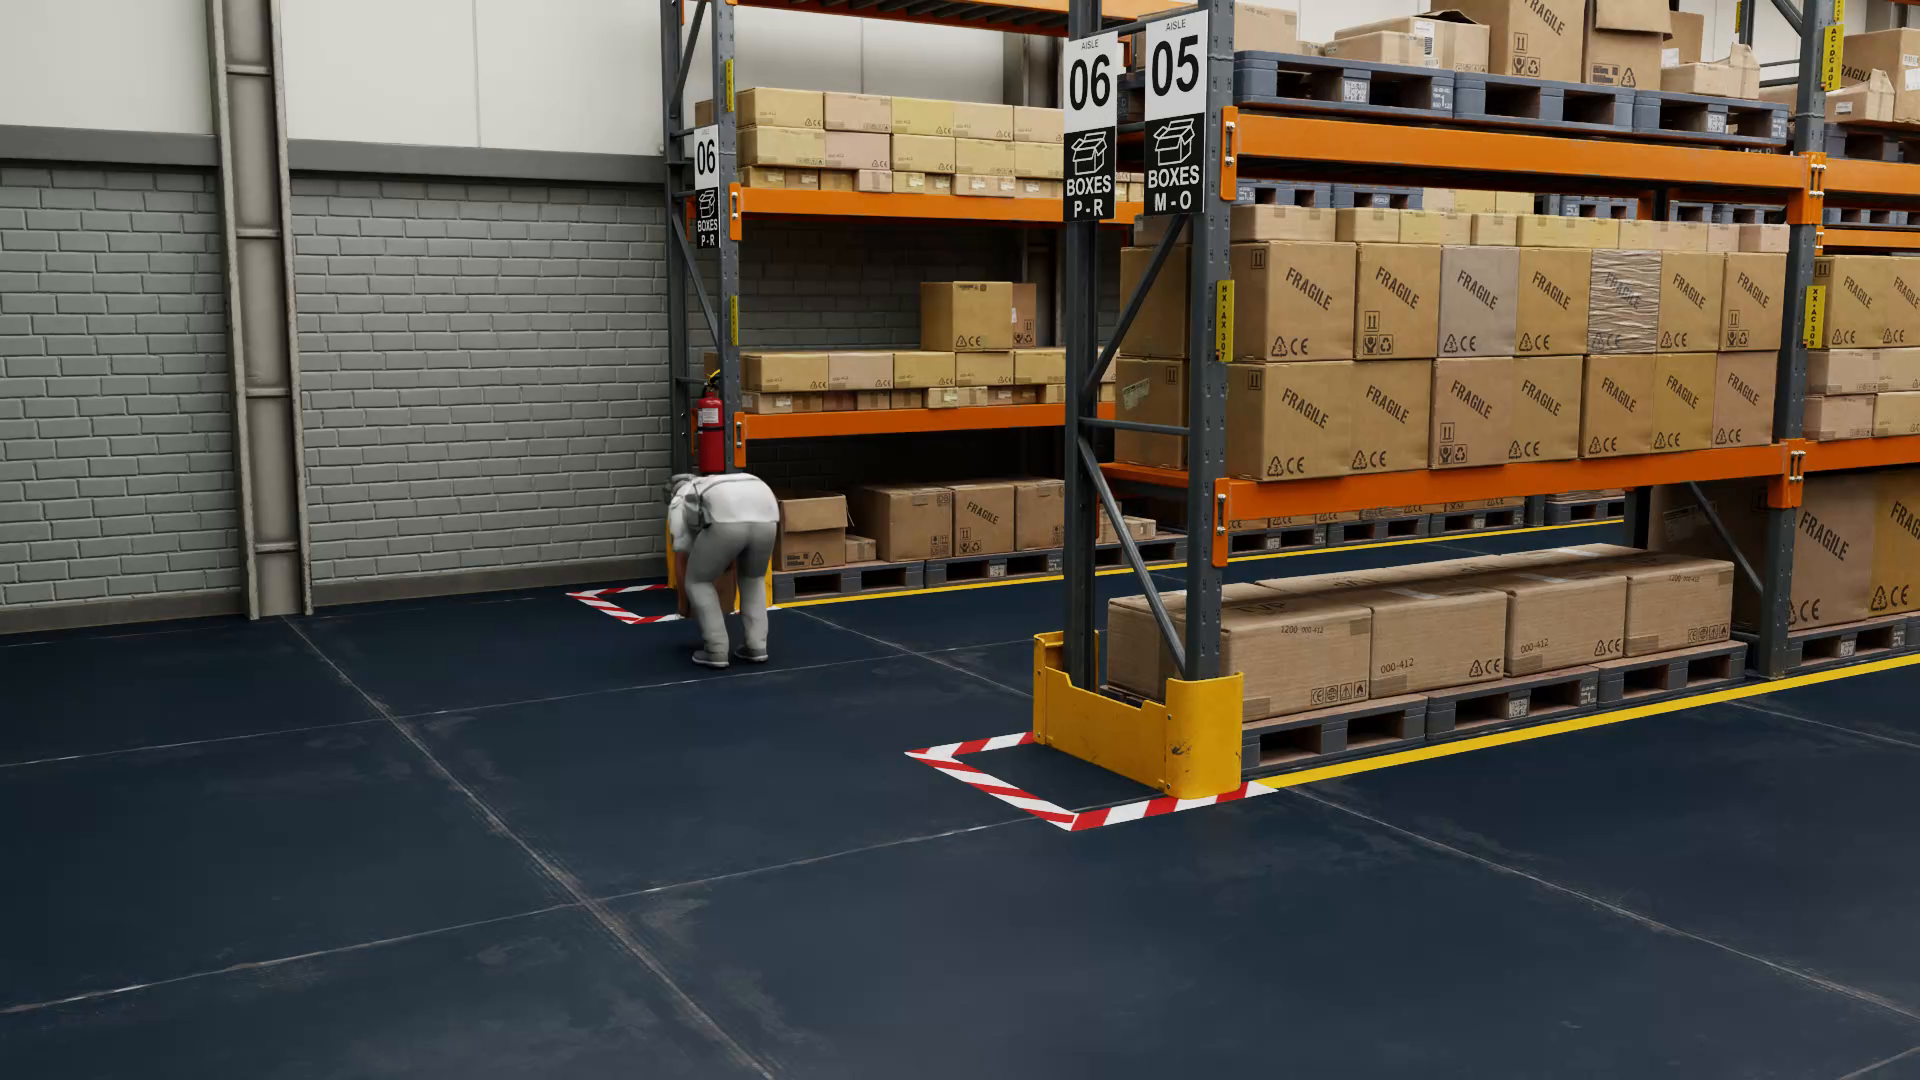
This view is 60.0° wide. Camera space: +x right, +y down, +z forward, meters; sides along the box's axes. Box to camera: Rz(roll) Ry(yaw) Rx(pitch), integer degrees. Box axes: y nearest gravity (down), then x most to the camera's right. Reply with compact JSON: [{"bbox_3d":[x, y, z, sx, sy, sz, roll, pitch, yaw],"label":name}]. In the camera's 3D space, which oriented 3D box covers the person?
[{"bbox_3d":[-1.423,0.140,9.670,0.501,1.091,1.045,-5,10,-33],"label":"person"}]
